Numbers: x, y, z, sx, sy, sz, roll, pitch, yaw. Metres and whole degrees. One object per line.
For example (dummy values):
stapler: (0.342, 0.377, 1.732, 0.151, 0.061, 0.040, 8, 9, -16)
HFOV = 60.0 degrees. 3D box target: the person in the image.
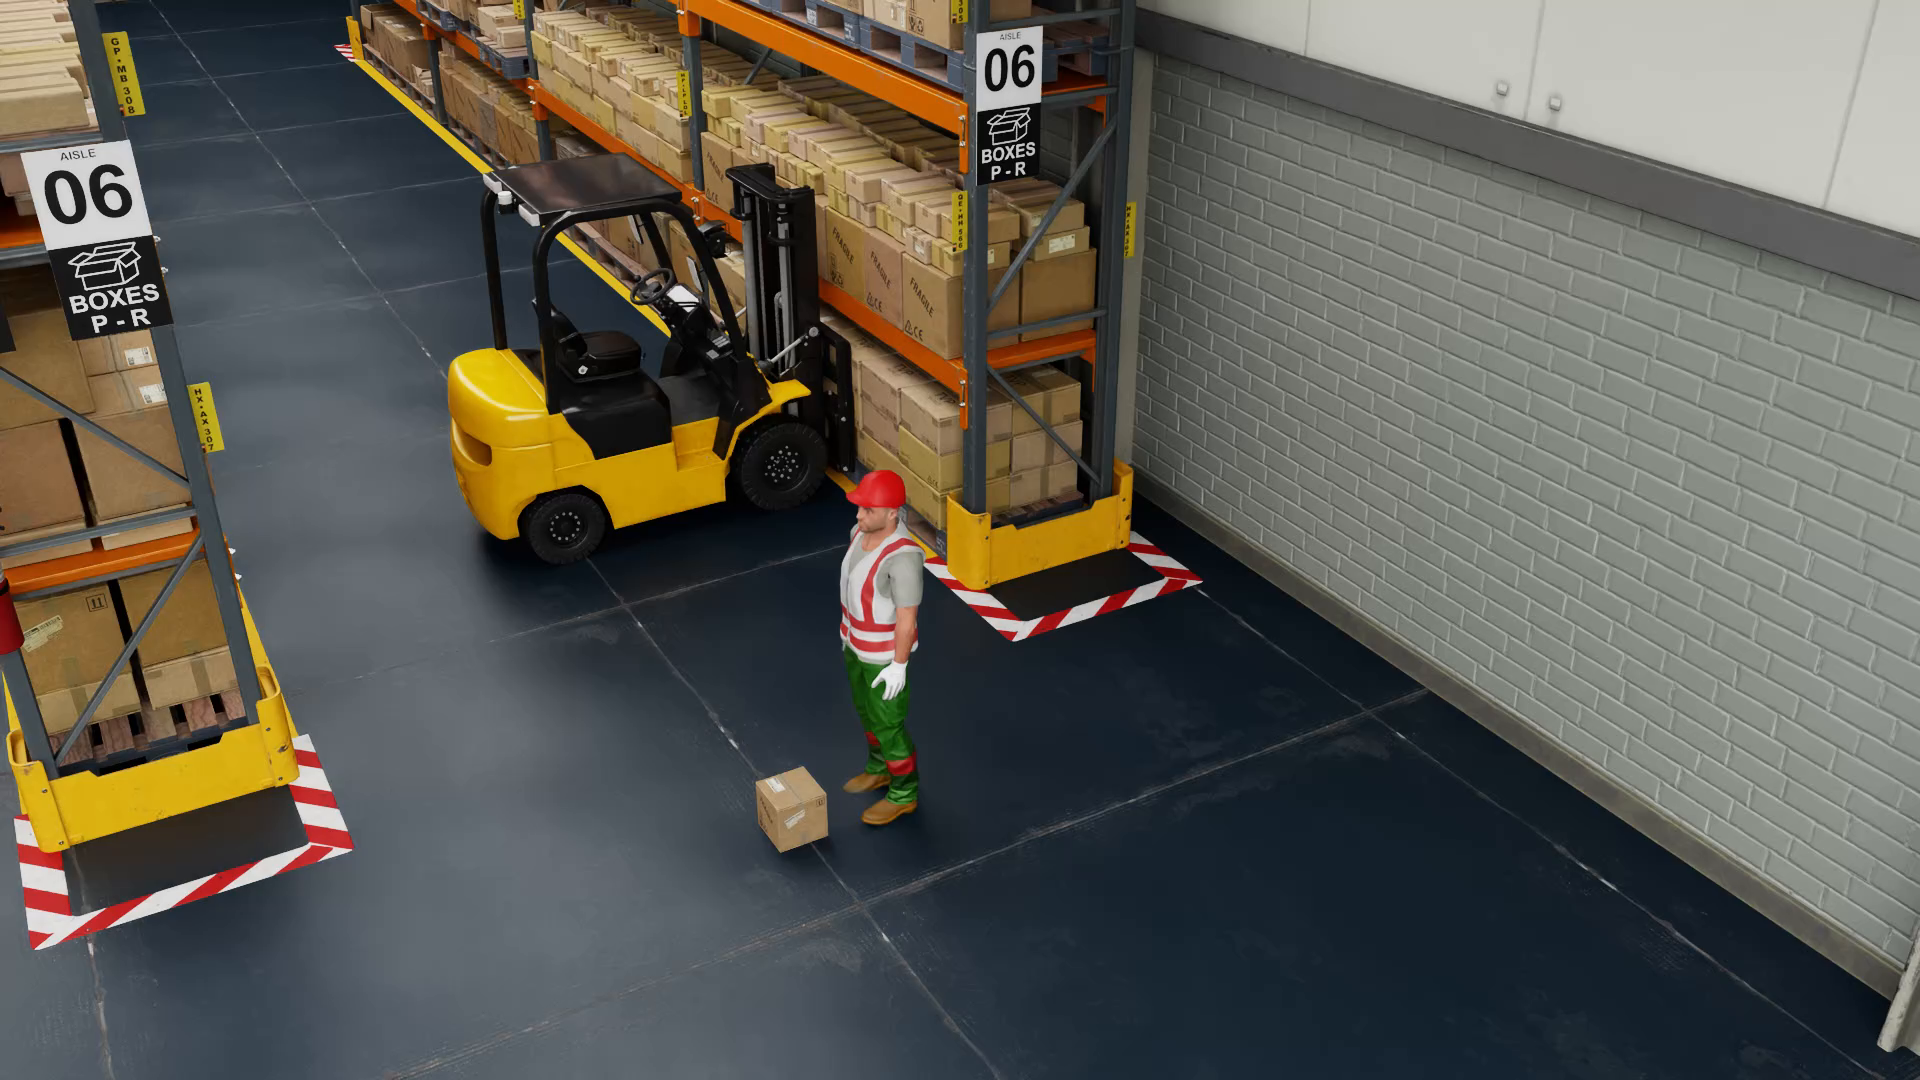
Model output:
person: (-0.371, 0.496, 7.655, 0.342, 1.805, 0.524, -15, 32, -25)
